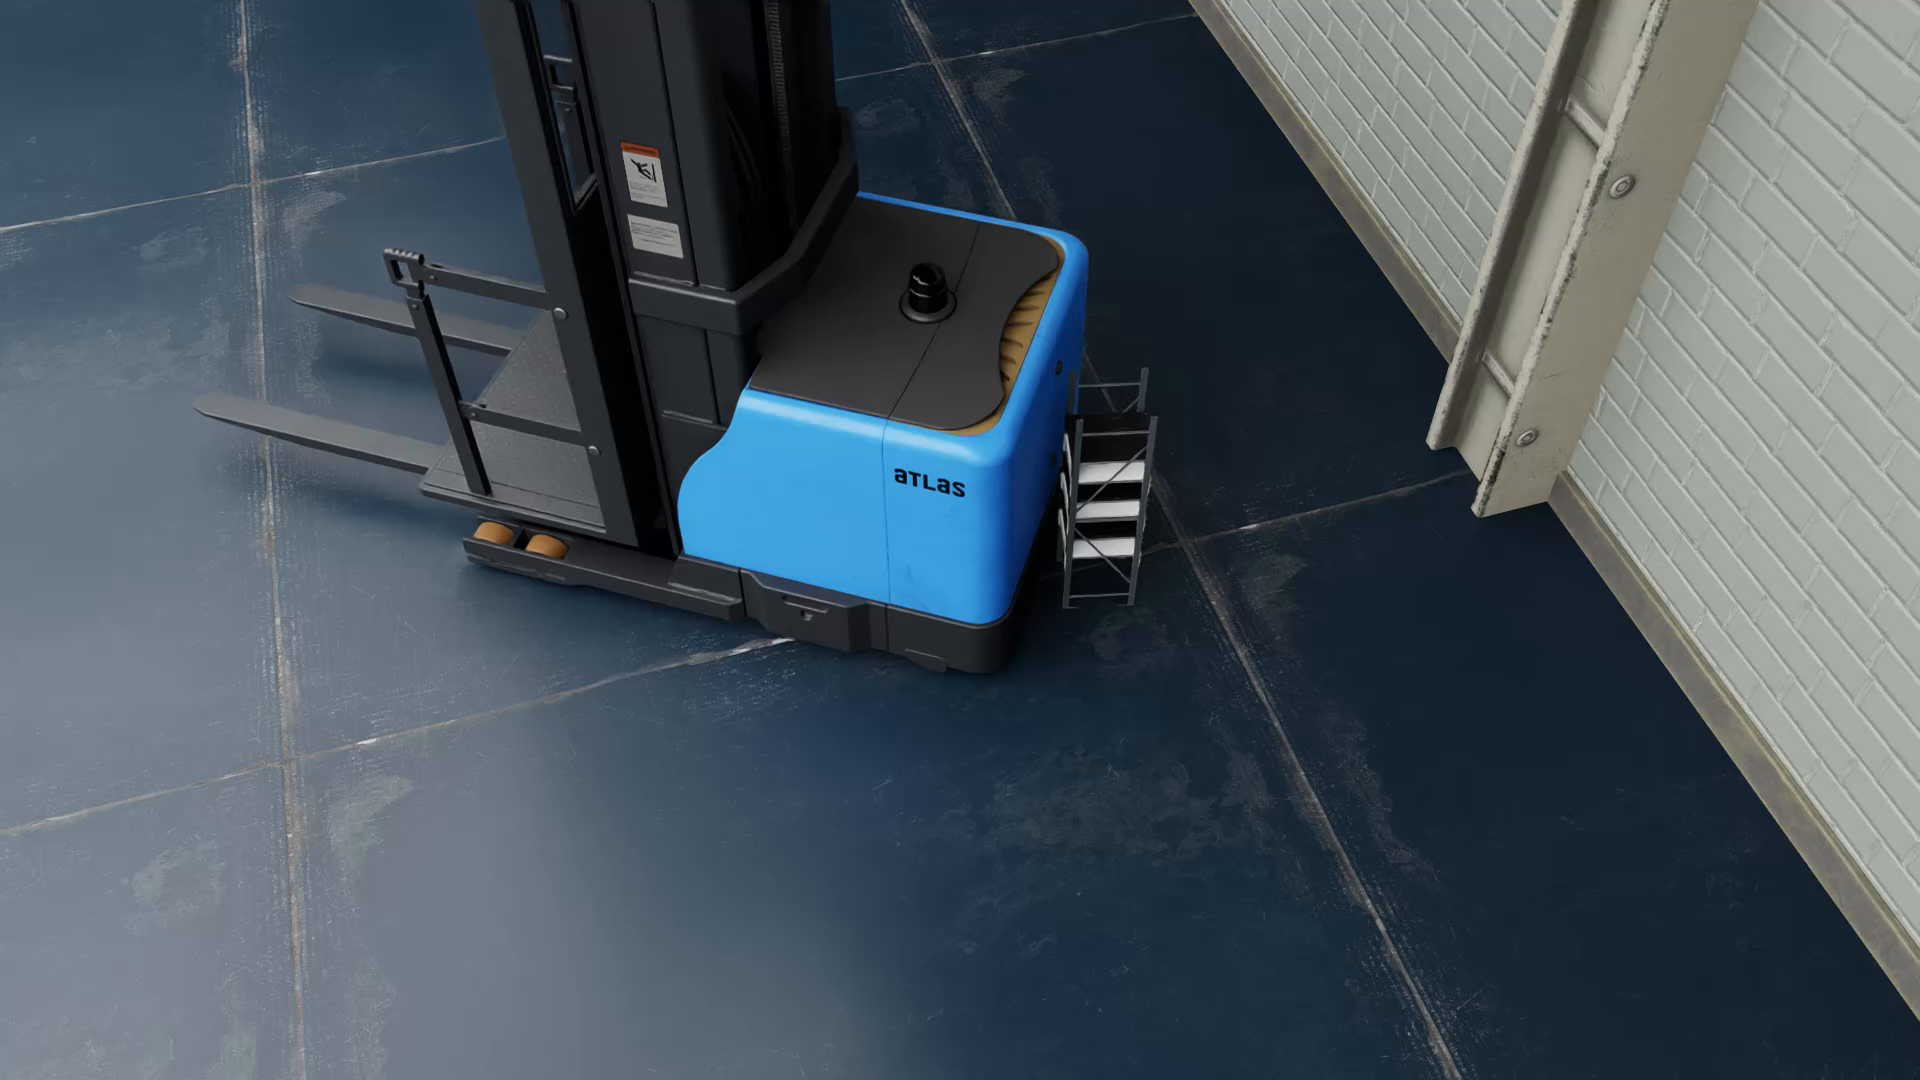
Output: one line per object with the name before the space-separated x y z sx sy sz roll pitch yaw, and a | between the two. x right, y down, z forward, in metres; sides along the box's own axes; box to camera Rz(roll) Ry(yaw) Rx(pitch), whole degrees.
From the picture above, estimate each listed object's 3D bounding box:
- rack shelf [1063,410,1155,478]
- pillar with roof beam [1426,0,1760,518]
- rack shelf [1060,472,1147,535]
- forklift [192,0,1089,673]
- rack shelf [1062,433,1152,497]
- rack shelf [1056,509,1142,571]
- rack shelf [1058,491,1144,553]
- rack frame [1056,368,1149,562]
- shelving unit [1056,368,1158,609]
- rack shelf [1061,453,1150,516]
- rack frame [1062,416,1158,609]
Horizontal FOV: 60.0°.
rack shelf | 0.455 -0.297 5.102 0.258 0.077 0.200 -3 50 -2
pillar with roof beam | -2.212 -2.184 1.705 9.100 9.000 0.400 -13 51 -11
rack shelf | 0.455 -0.123 5.308 0.258 0.077 0.200 -3 50 -2
forklift | -1.161 -1.176 4.824 3.031 2.935 1.130 13 51 11
rack shelf | 0.455 -0.239 5.171 0.258 0.077 0.200 -3 50 -2
rack shelf | 0.455 -0.007 5.446 0.258 0.077 0.200 -3 50 -2
rack shelf | 0.455 -0.065 5.377 0.258 0.077 0.200 -3 50 -2
rack frame | 0.449 -0.222 5.348 0.240 0.900 0.006 -3 50 -2
shelving unit | 0.455 -0.144 5.283 0.258 0.900 0.210 -3 50 -2
rack shelf | 0.455 -0.181 5.240 0.258 0.077 0.200 -3 50 -2
rack frame | 0.461 -0.067 5.218 0.240 0.900 0.006 -3 50 -2
